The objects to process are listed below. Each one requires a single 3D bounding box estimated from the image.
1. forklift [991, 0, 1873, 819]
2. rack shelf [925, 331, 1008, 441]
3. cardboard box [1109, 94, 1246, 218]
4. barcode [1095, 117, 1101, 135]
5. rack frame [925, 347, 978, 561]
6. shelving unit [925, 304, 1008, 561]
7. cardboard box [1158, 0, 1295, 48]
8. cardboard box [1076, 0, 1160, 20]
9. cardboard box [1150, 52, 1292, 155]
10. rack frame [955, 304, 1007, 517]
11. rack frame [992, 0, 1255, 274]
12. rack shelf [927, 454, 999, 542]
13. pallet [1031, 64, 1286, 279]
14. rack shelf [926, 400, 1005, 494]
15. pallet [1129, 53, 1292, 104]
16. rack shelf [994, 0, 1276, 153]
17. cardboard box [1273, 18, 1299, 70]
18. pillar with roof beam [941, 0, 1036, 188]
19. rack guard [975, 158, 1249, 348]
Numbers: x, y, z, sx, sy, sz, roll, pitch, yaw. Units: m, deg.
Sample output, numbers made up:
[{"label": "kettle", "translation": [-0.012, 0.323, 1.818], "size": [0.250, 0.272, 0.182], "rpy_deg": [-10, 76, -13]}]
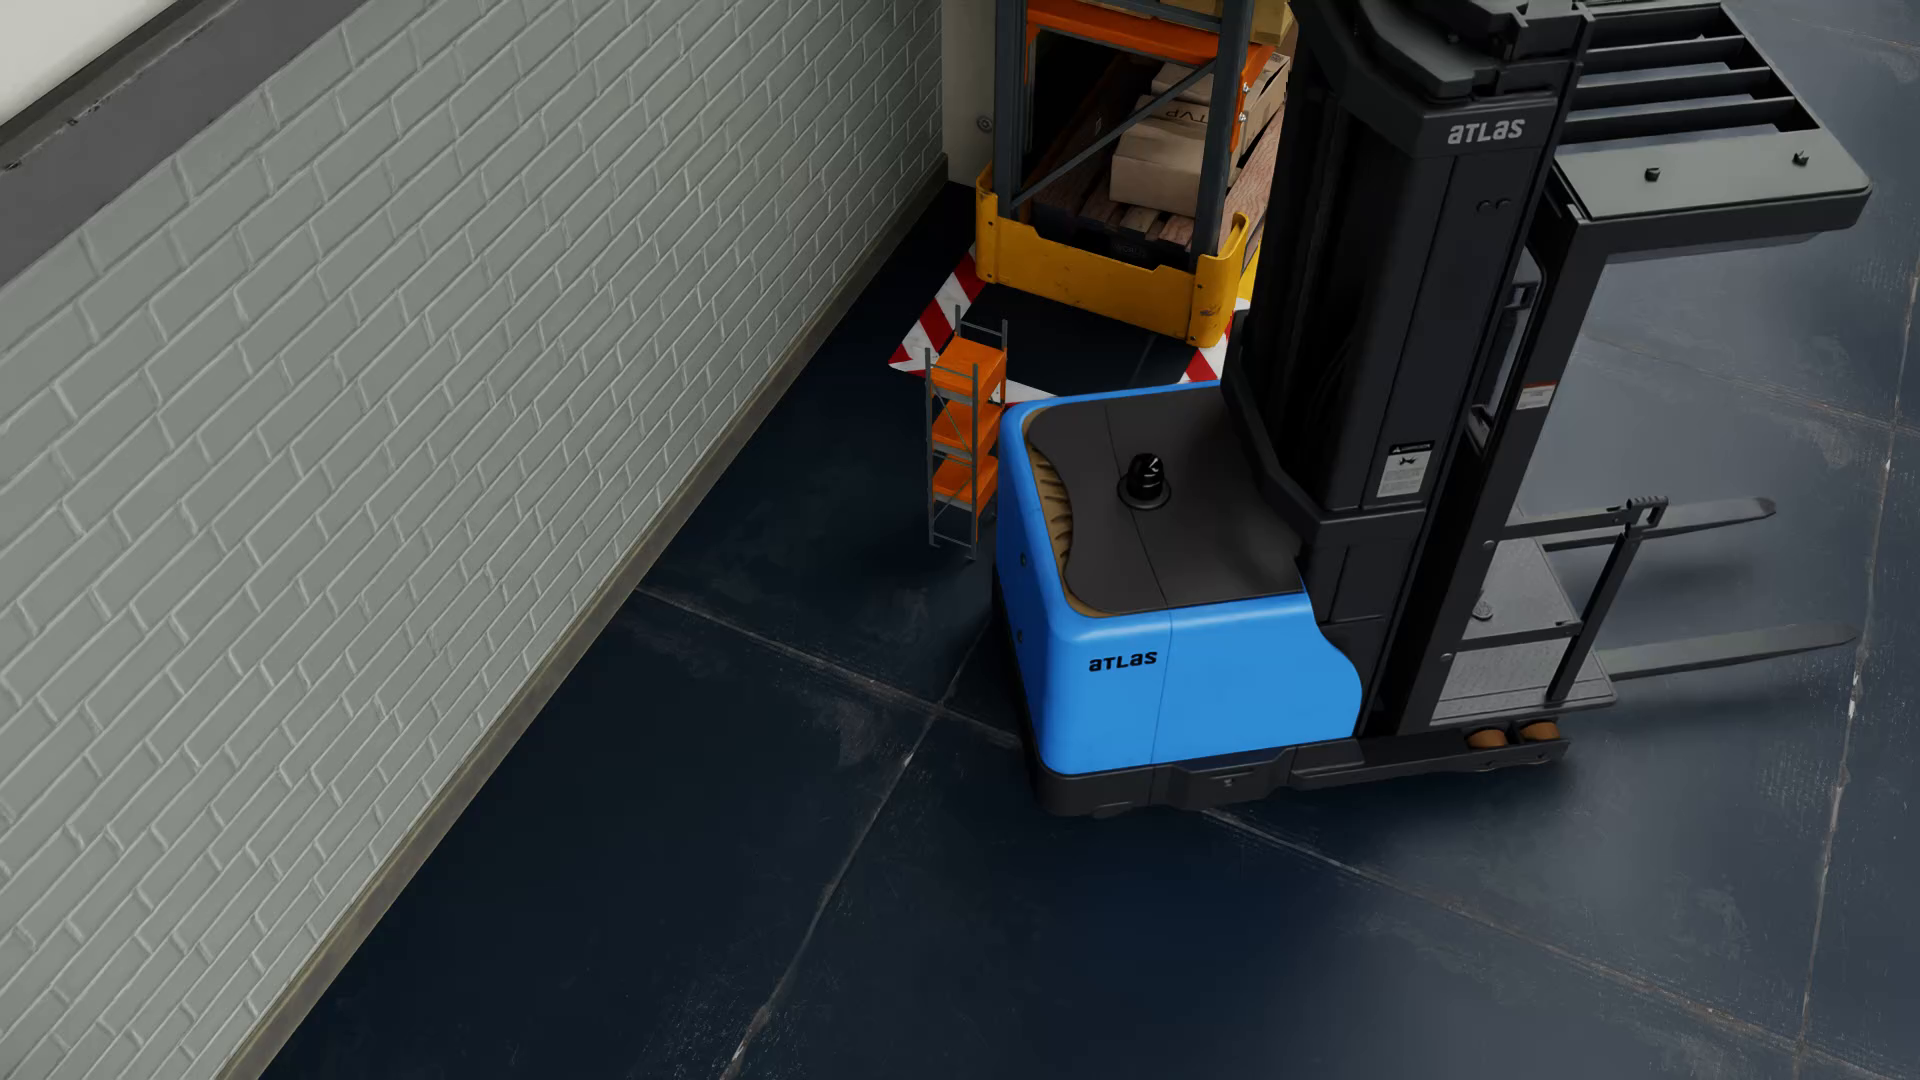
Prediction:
[{"label": "forklift", "translation": [1.682, -0.526, 5.088], "size": [3.031, 2.935, 1.130], "rpy_deg": [-7, 50, -6]}, {"label": "rack shelf", "translation": [0.023, -0.554, 5.989], "size": [0.215, 0.259, 0.240], "rpy_deg": [20, 52, 16]}, {"label": "cardboard box", "translation": [0.994, -1.770, 7.578], "size": [0.500, 0.311, 0.500], "rpy_deg": [14, 51, 12]}, {"label": "barcode", "translation": [0.640, -1.915, 7.696], "size": [0.001, 0.075, 0.075], "rpy_deg": [20, 52, 16]}, {"label": "rack frame", "translation": [-0.029, -0.293, 6.125], "size": [0.200, 1.050, 0.008], "rpy_deg": [20, 52, 16]}, {"label": "shelving unit", "translation": [0.023, -0.377, 6.197], "size": [0.215, 1.050, 0.252], "rpy_deg": [20, 52, 16]}, {"label": "cardboard box", "translation": [1.112, -2.242, 6.588], "size": [0.500, 0.250, 0.500], "rpy_deg": [18, 52, 15]}, {"label": "cardboard box", "translation": [0.641, -2.394, 6.718], "size": [0.500, 0.250, 0.500], "rpy_deg": [20, 53, 17]}, {"label": "cardboard box", "translation": [1.237, -2.162, 7.912], "size": [0.500, 0.311, 0.500], "rpy_deg": [24, 54, 19]}, {"label": "rack frame", "translation": [0.075, -0.461, 6.268], "size": [0.200, 1.050, 0.008], "rpy_deg": [20, 52, 16]}, {"label": "rack frame", "translation": [0.617, -2.051, 6.341], "size": [1.000, 3.000, 0.127], "rpy_deg": [20, 52, 16]}, {"label": "rack shelf", "translation": [0.023, -0.190, 6.416], "size": [0.215, 0.259, 0.240], "rpy_deg": [20, 52, 16]}, {"label": "pallet", "translation": [1.028, -1.748, 7.914], "size": [1.003, 0.211, 1.213], "rpy_deg": [20, 52, 16]}, {"label": "rack shelf", "translation": [0.023, -0.370, 6.205], "size": [0.215, 0.259, 0.240], "rpy_deg": [20, 52, 16]}, {"label": "pallet", "translation": [1.551, -2.585, 8.626], "size": [1.003, 0.211, 1.213], "rpy_deg": [20, 52, 16]}, {"label": "rack shelf", "translation": [1.471, -3.195, 7.787], "size": [1.077, 0.370, 4.000], "rpy_deg": [20, 52, 16]}, {"label": "cardboard box", "translation": [1.596, -2.712, 8.256], "size": [0.700, 0.500, 0.500], "rpy_deg": [17, 52, 14]}, {"label": "pillar with roof beam", "translation": [4.026, -3.358, 3.514], "size": [9.100, 9.000, 0.400], "rpy_deg": [20, 52, 16]}, {"label": "rack guard", "translation": [0.649, -1.293, 7.337], "size": [1.175, 0.500, 0.348], "rpy_deg": [20, 52, 16]}]
